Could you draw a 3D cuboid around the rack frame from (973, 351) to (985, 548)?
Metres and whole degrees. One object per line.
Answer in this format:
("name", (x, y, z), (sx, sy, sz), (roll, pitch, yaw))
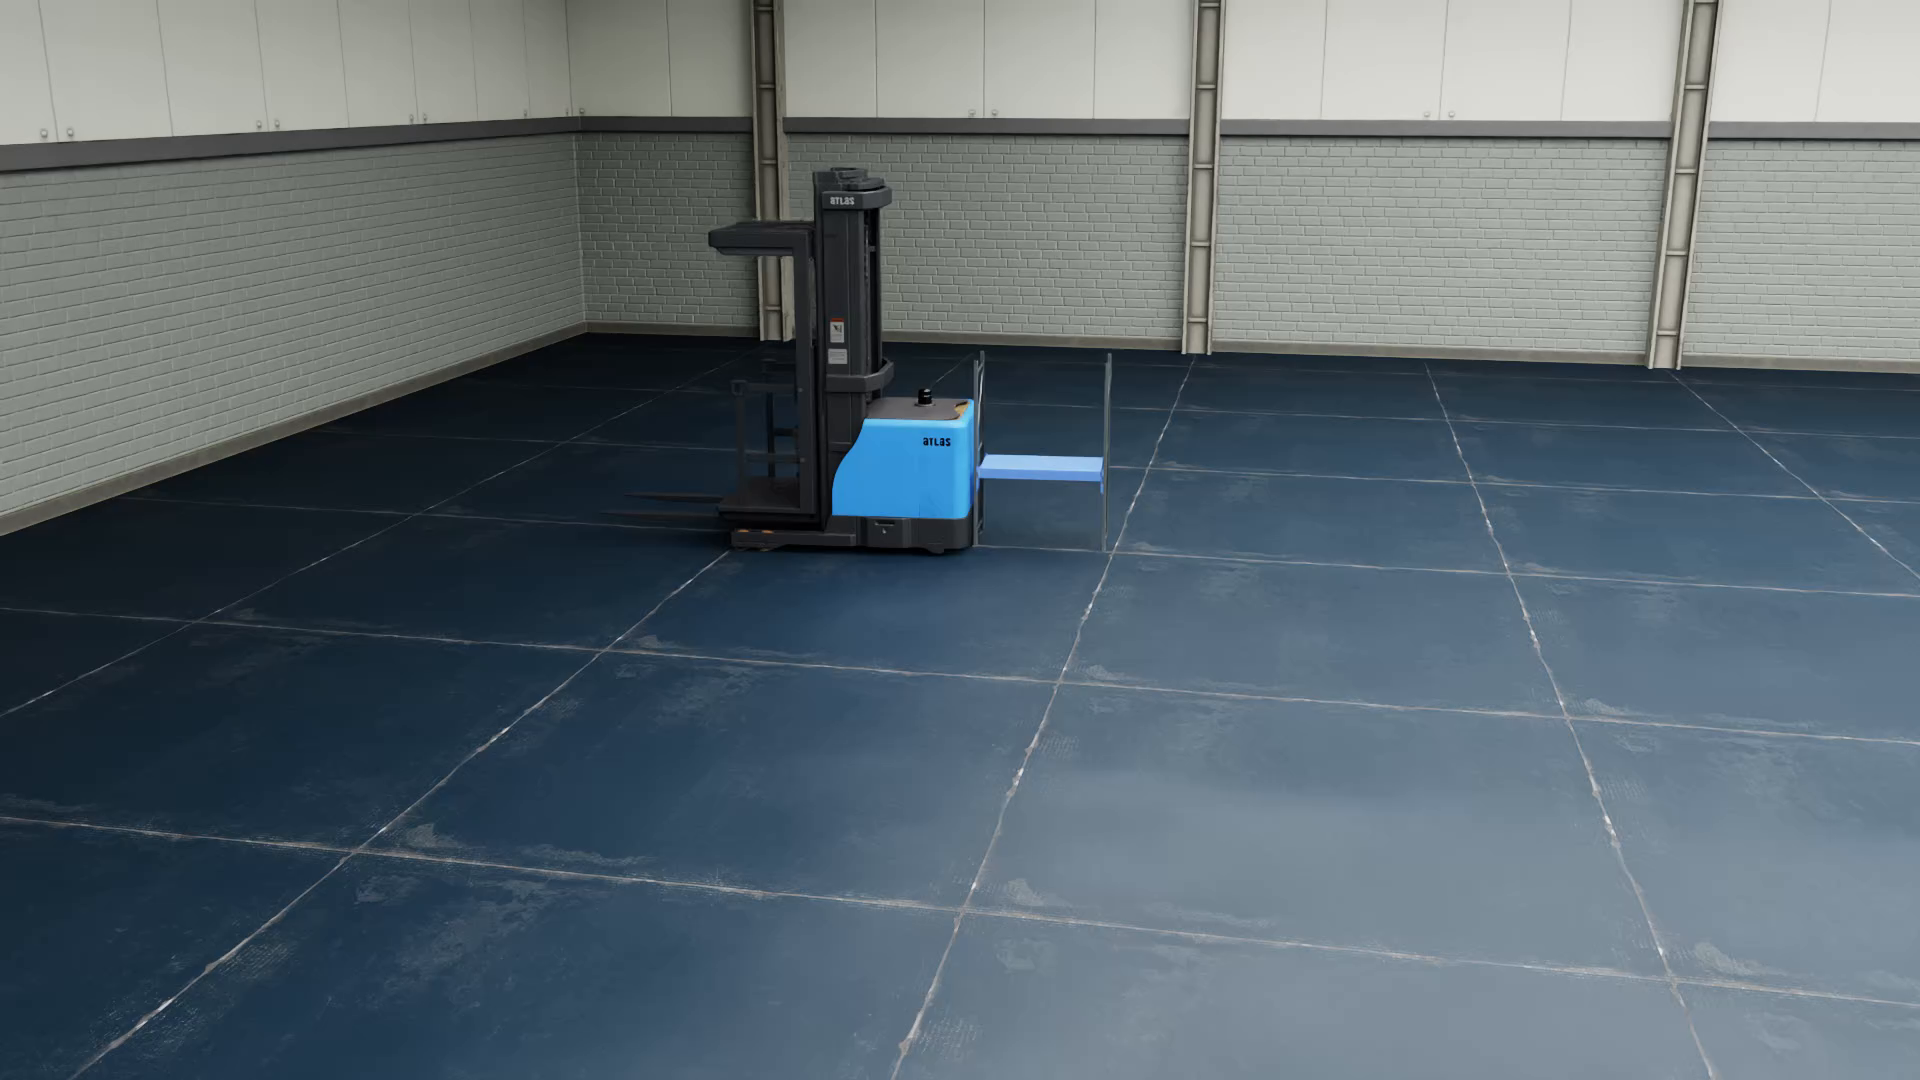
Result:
("rack frame", (0.152, -0.729, 13.316), (0.032, 1.500, 0.500), (2, 16, 7))

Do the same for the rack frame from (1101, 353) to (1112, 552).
("rack frame", (1.161, -0.696, 13.196), (0.032, 1.500, 0.500), (2, 16, 7))

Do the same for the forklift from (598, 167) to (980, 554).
("forklift", (-1.387, -1.458, 13.266), (3.031, 2.935, 1.130), (2, 16, 7))

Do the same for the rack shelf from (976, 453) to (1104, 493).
("rack shelf", (0.657, -0.539, 13.304), (1.000, 0.185, 0.538), (2, 16, 7))

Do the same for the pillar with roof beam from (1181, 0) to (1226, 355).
("pillar with roof beam", (2.382, -5.776, 17.486), (0.400, 9.000, 9.100), (3, 16, 11))

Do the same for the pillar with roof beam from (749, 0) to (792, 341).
("pillar with roof beam", (-3.498, -6.095, 18.638), (0.400, 9.000, 9.100), (3, 16, 11))

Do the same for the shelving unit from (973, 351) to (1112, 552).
("shelving unit", (0.657, -0.713, 13.256), (1.048, 1.500, 0.538), (2, 16, 7))

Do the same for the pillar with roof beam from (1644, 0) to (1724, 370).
("pillar with roof beam", (8.262, -5.457, 16.334), (0.400, 9.000, 9.100), (3, 16, 11))
